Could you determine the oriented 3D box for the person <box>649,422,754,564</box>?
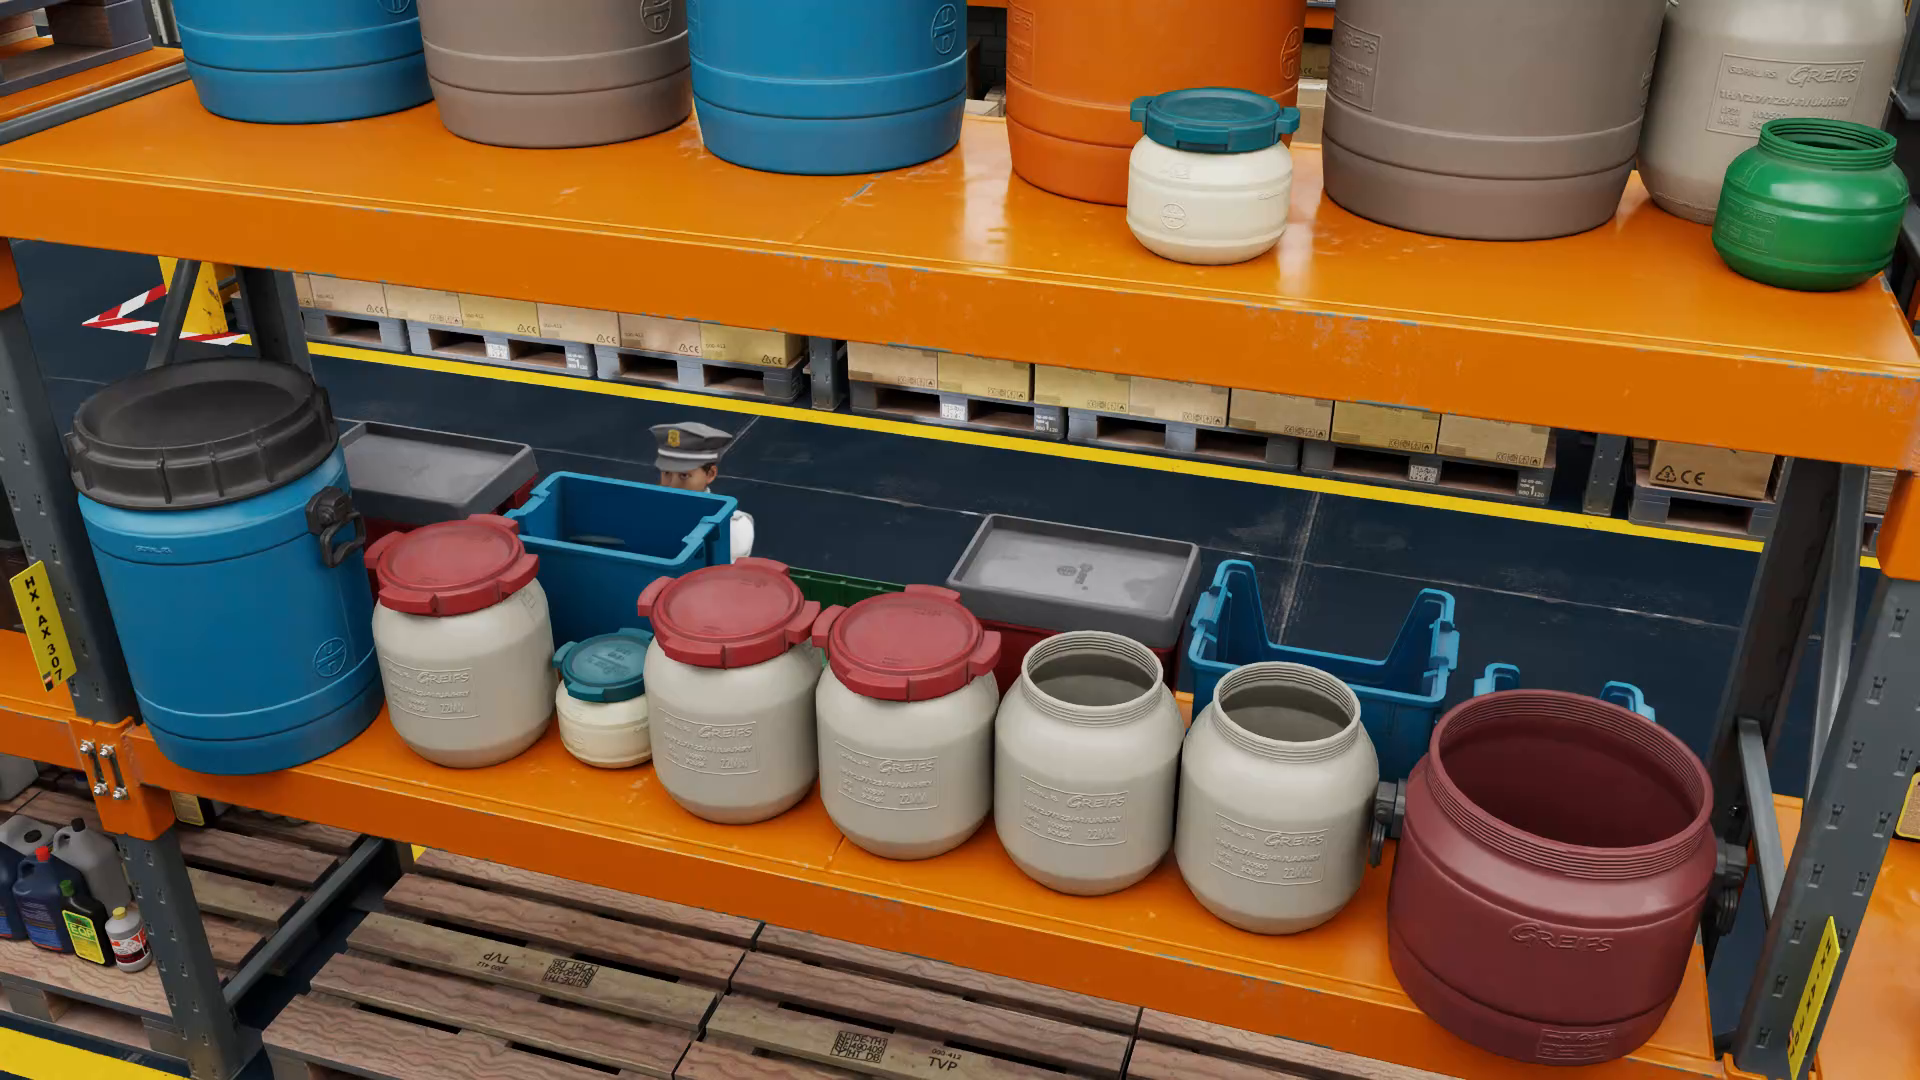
[{"bbox_3d":[-0.908,0.413,5.371,0.459,1.686,0.549,14,32,24],"label":"person"}]
